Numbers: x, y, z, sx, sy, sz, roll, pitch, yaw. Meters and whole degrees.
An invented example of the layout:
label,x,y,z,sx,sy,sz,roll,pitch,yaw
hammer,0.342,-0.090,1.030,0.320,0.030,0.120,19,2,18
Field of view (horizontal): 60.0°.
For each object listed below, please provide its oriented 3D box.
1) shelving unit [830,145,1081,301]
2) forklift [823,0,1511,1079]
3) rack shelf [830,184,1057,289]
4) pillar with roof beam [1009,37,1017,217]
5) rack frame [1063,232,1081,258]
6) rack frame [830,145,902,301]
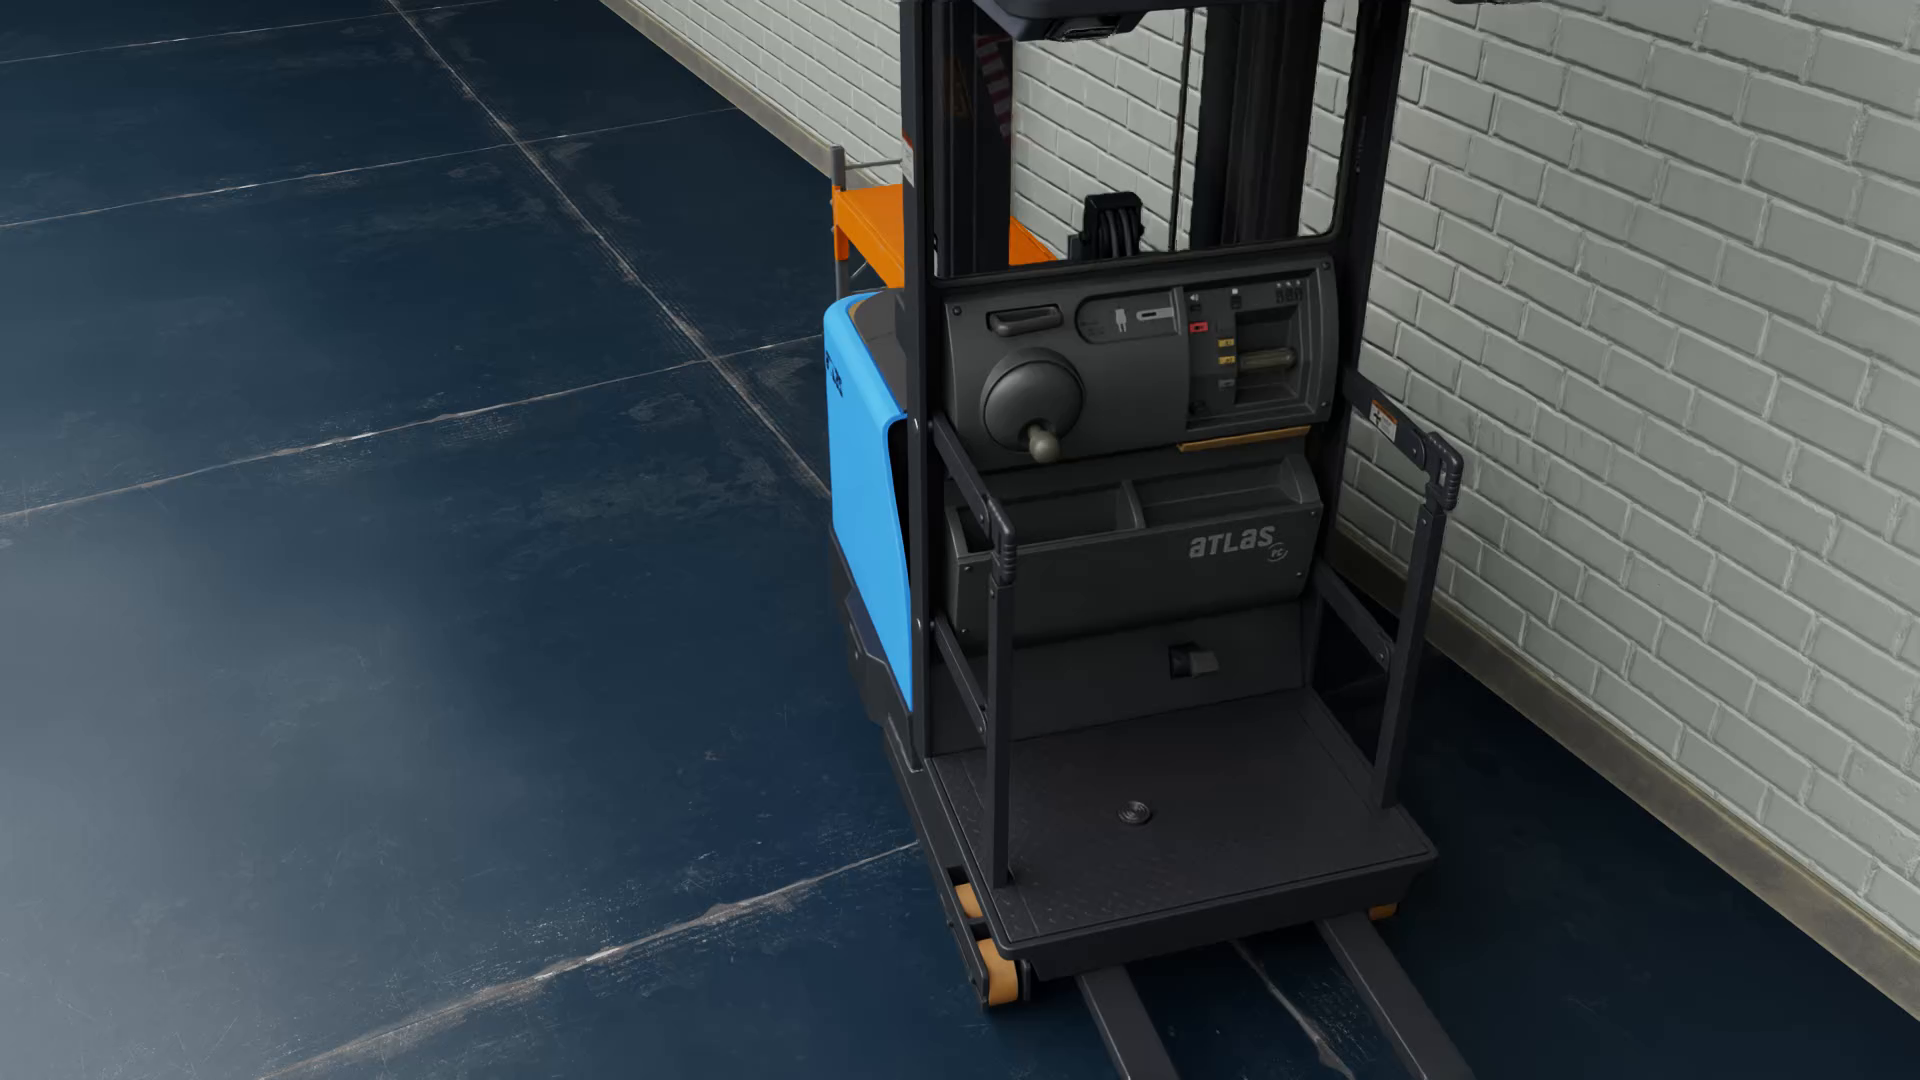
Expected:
label,x,y,z,sx,sy,sz,roll,pitch,yaw
shelving unit,-0.036,-0.683,5.773,0.538,1.125,1.048,-11,34,-17
forklift,0.484,-0.353,3.584,1.130,2.935,3.031,-9,34,-14
rack shelf,-0.036,-0.929,5.615,0.538,0.278,1.000,-11,34,-17
pillar with roof beam,-3.802,-3.757,3.272,9.100,9.000,0.400,-16,36,-23
rack frame,0.141,-0.426,5.372,0.500,1.125,0.032,-11,34,-17
rack frame,-0.214,-0.940,6.174,0.500,1.125,0.032,-11,34,-17
